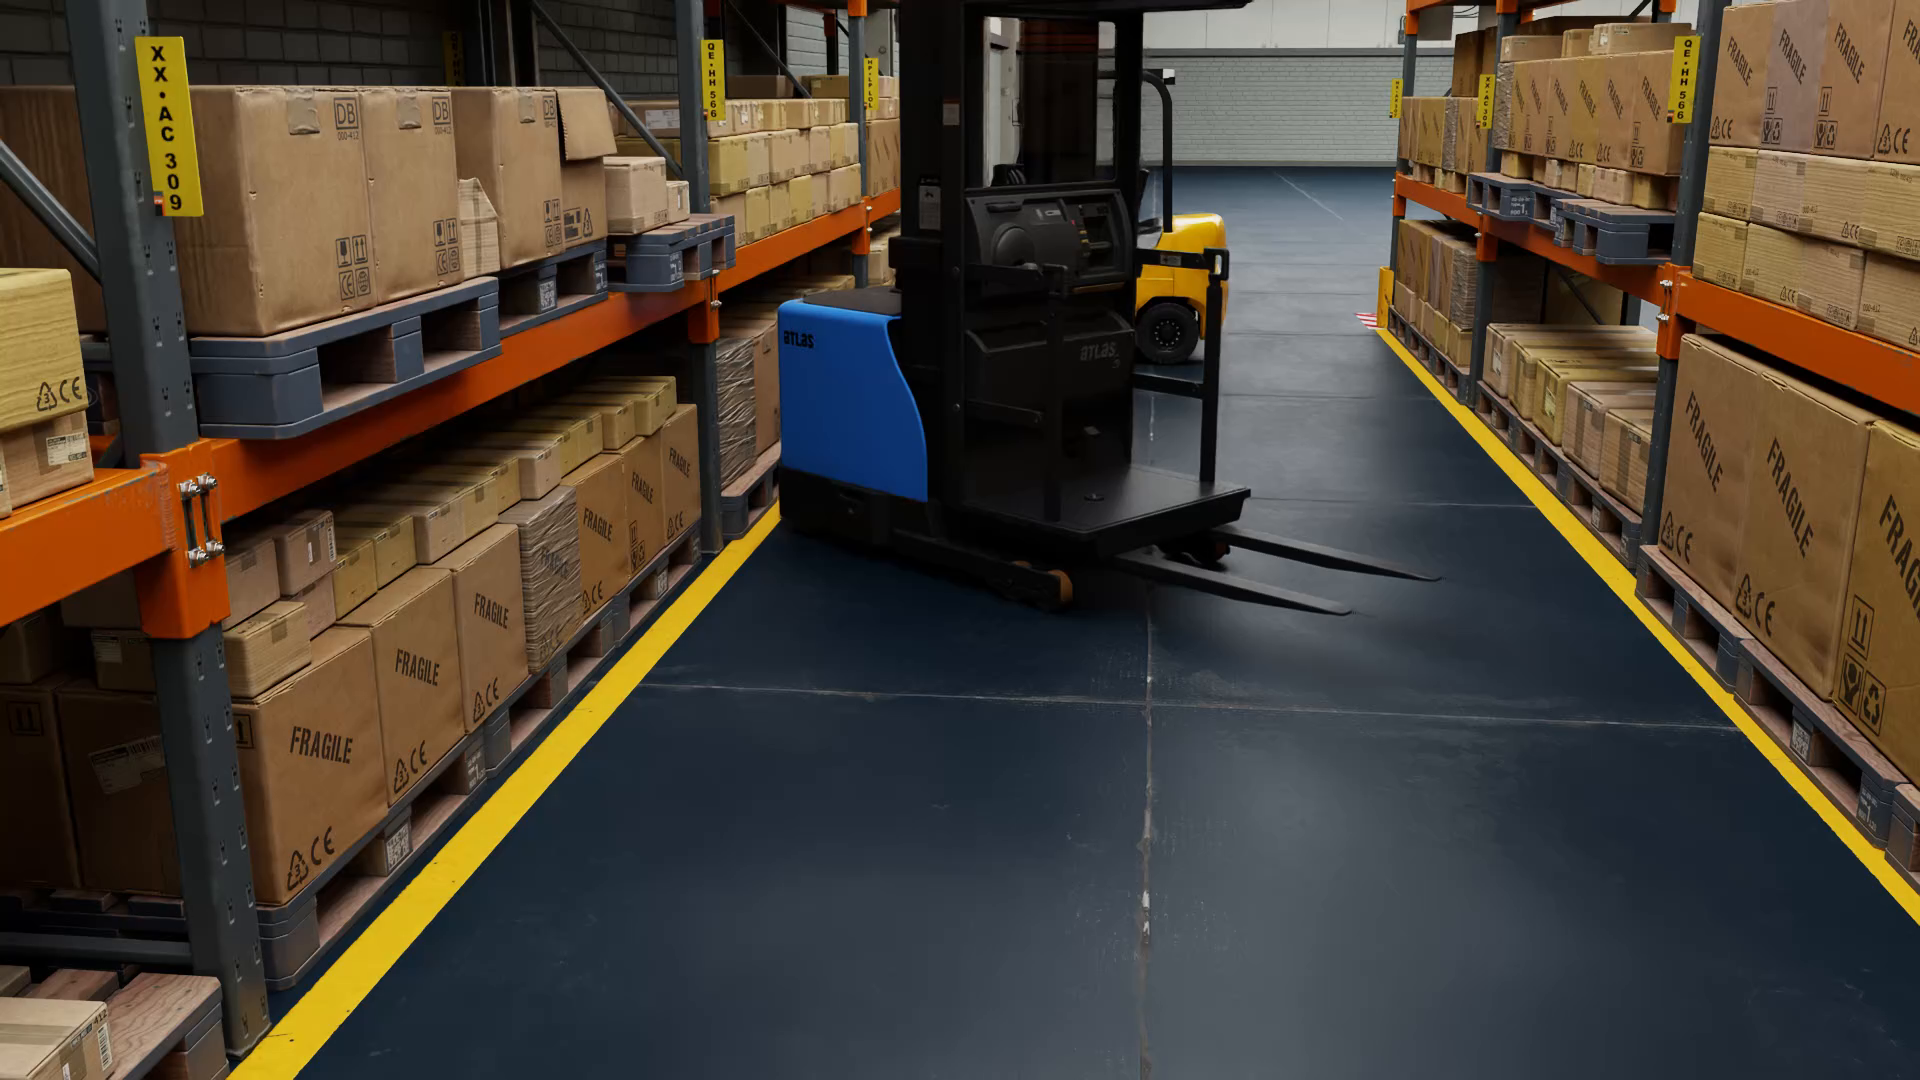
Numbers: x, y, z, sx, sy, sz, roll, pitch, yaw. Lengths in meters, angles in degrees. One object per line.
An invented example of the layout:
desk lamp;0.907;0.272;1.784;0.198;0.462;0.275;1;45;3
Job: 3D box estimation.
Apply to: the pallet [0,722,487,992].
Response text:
pallet;-1.967;0.767;4.420;1.003;0.211;1.213;2;15;6

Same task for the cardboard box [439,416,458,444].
cardboard box;-2.066;-0.385;6.079;0.380;0.149;0.250;1;15;4

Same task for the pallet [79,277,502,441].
pallet;-1.822;-0.478;4.051;1.003;0.211;1.213;2;15;6

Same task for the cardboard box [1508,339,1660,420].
cardboard box;3.680;-0.908;9.503;0.950;0.372;0.625;3;15;10

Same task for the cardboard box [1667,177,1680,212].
cardboard box;3.166;-1.432;6.889;0.380;0.149;0.250;2;15;8

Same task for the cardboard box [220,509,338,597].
cardboard box;-1.734;0.026;3.989;0.380;0.149;0.250;1;15;4

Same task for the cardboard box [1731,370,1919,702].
cardboard box;3.098;-0.028;5.285;0.875;0.875;0.875;2;15;7

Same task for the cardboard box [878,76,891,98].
cardboard box;-0.697;-3.221;11.824;0.380;0.149;0.250;2;15;8

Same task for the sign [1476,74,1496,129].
sign;3.274;-2.728;10.347;0.100;0.325;0.005;2;15;6

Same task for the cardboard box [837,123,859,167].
cardboard box;-0.919;-2.476;10.401;0.500;0.250;0.500;1;15;5

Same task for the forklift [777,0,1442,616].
forklift;0.534;-1.283;6.790;1.130;2.935;3.031;-14;21;-42

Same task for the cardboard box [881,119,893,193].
cardboard box;-0.766;-2.733;11.831;0.500;0.500;0.500;2;15;7

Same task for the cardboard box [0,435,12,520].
cardboard box;-1.814;-0.087;2.719;0.380;0.149;0.250;2;15;8

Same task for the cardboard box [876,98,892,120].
cardboard box;-0.690;-3.075;11.855;0.380;0.149;0.250;2;15;7

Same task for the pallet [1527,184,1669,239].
pallet;3.546;-1.681;8.500;1.003;0.211;1.213;2;15;6

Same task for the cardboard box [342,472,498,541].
cardboard box;-1.631;-0.102;5.033;0.380;0.149;0.250;2;15;8

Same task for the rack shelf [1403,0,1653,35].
rack shelf;4.040;-3.916;12.029;1.077;0.370;4.000;2;15;6

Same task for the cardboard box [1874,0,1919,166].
cardboard box;2.884;-1.276;4.526;0.500;0.500;0.500;2;15;7

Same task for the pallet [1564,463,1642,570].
pallet;3.453;-0.115;7.685;1.003;0.211;1.213;2;15;6

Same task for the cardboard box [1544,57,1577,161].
cardboard box;3.304;-2.187;8.436;0.500;0.500;0.500;1;15;4

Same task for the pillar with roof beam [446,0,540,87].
pillar with roof beam;1.960;-4.538;7.205;9.100;9.000;0.400;2;15;6

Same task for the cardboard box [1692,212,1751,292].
cardboard box;3.058;-1.067;6.149;0.500;0.250;0.500;1;15;5

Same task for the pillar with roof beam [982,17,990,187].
pillar with roof beam;4.668;-10.763;30.225;9.100;9.000;0.400;2;15;6

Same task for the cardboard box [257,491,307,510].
cardboard box;-2.135;-0.049;4.837;0.380;0.149;0.250;2;15;8

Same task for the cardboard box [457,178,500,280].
cardboard box;-1.483;-0.854;4.525;0.396;0.266;0.258;2;15;9

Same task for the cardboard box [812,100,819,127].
cardboard box;-1.017;-2.440;9.506;0.380;0.149;0.250;1;15;5

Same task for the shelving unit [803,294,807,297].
shelving unit;-0.596;-0.683;8.177;0.252;1.050;0.215;-15;21;-43

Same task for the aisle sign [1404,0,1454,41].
aisle sign;3.965;-4.614;13.999;0.394;0.787;0.004;2;15;6

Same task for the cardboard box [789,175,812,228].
cardboard box;-1.103;-1.838;9.001;0.500;0.250;0.500;2;15;8

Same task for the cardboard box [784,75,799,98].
cardboard box;-1.313;-3.102;11.384;0.380;0.149;0.250;1;15;5

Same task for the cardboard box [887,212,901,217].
cardboard box;-0.409;-2.708;14.480;0.500;0.250;0.500;2;15;8

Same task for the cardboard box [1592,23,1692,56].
cardboard box;3.267;-2.399;7.980;0.380;0.149;0.250;1;15;4

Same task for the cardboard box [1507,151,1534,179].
cardboard box;3.401;-2.179;9.652;0.380;0.149;0.250;2;15;7

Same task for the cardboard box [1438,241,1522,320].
cardboard box;3.670;-1.827;11.699;0.500;0.500;0.500;2;15;7

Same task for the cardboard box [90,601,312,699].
cardboard box;-1.716;0.239;3.774;0.380;0.149;0.250;2;15;9

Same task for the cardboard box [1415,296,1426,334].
cardboard box;3.786;-1.734;12.792;0.500;0.250;0.500;3;15;10

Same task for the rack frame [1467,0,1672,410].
rack frame;3.814;-2.296;10.408;1.000;3.000;0.127;2;15;6

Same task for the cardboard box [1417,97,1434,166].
cardboard box;3.825;-3.144;12.783;0.500;0.500;0.500;1;15;5

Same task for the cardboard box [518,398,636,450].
cardboard box;-1.447;-0.439;6.281;0.380;0.149;0.250;1;15;4

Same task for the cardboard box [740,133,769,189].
cardboard box;-1.219;-1.811;7.942;0.500;0.250;0.500;2;15;8

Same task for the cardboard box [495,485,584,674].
cardboard box;-1.567;0.116;5.470;0.500;0.500;0.500;1;15;4

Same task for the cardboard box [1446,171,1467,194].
cardboard box;3.659;-2.531;11.757;0.380;0.149;0.250;1;15;5

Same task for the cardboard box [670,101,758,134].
cardboard box;-1.192;-2.044;8.042;0.380;0.149;0.250;2;15;7

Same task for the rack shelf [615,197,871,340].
rack shelf;-1.344;-1.576;9.121;1.077;0.370;4.000;2;15;6

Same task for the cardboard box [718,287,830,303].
cardboard box;-1.261;-1.161;9.955;0.875;0.625;0.625;2;15;6

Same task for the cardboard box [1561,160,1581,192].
cardboard box;3.262;-1.837;8.384;0.380;0.149;0.250;1;15;4

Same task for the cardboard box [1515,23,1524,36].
cardboard box;4.242;-3.340;11.590;0.700;0.500;0.500;1;15;5

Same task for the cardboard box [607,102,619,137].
cardboard box;-1.734;-1.856;7.345;0.380;0.149;0.250;2;15;8

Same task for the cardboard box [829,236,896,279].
cardboard box;-0.684;-2.048;12.038;0.500;0.250;0.500;2;15;6

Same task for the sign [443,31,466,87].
sign;-2.121;-1.979;7.015;0.100;0.325;0.005;2;15;6
